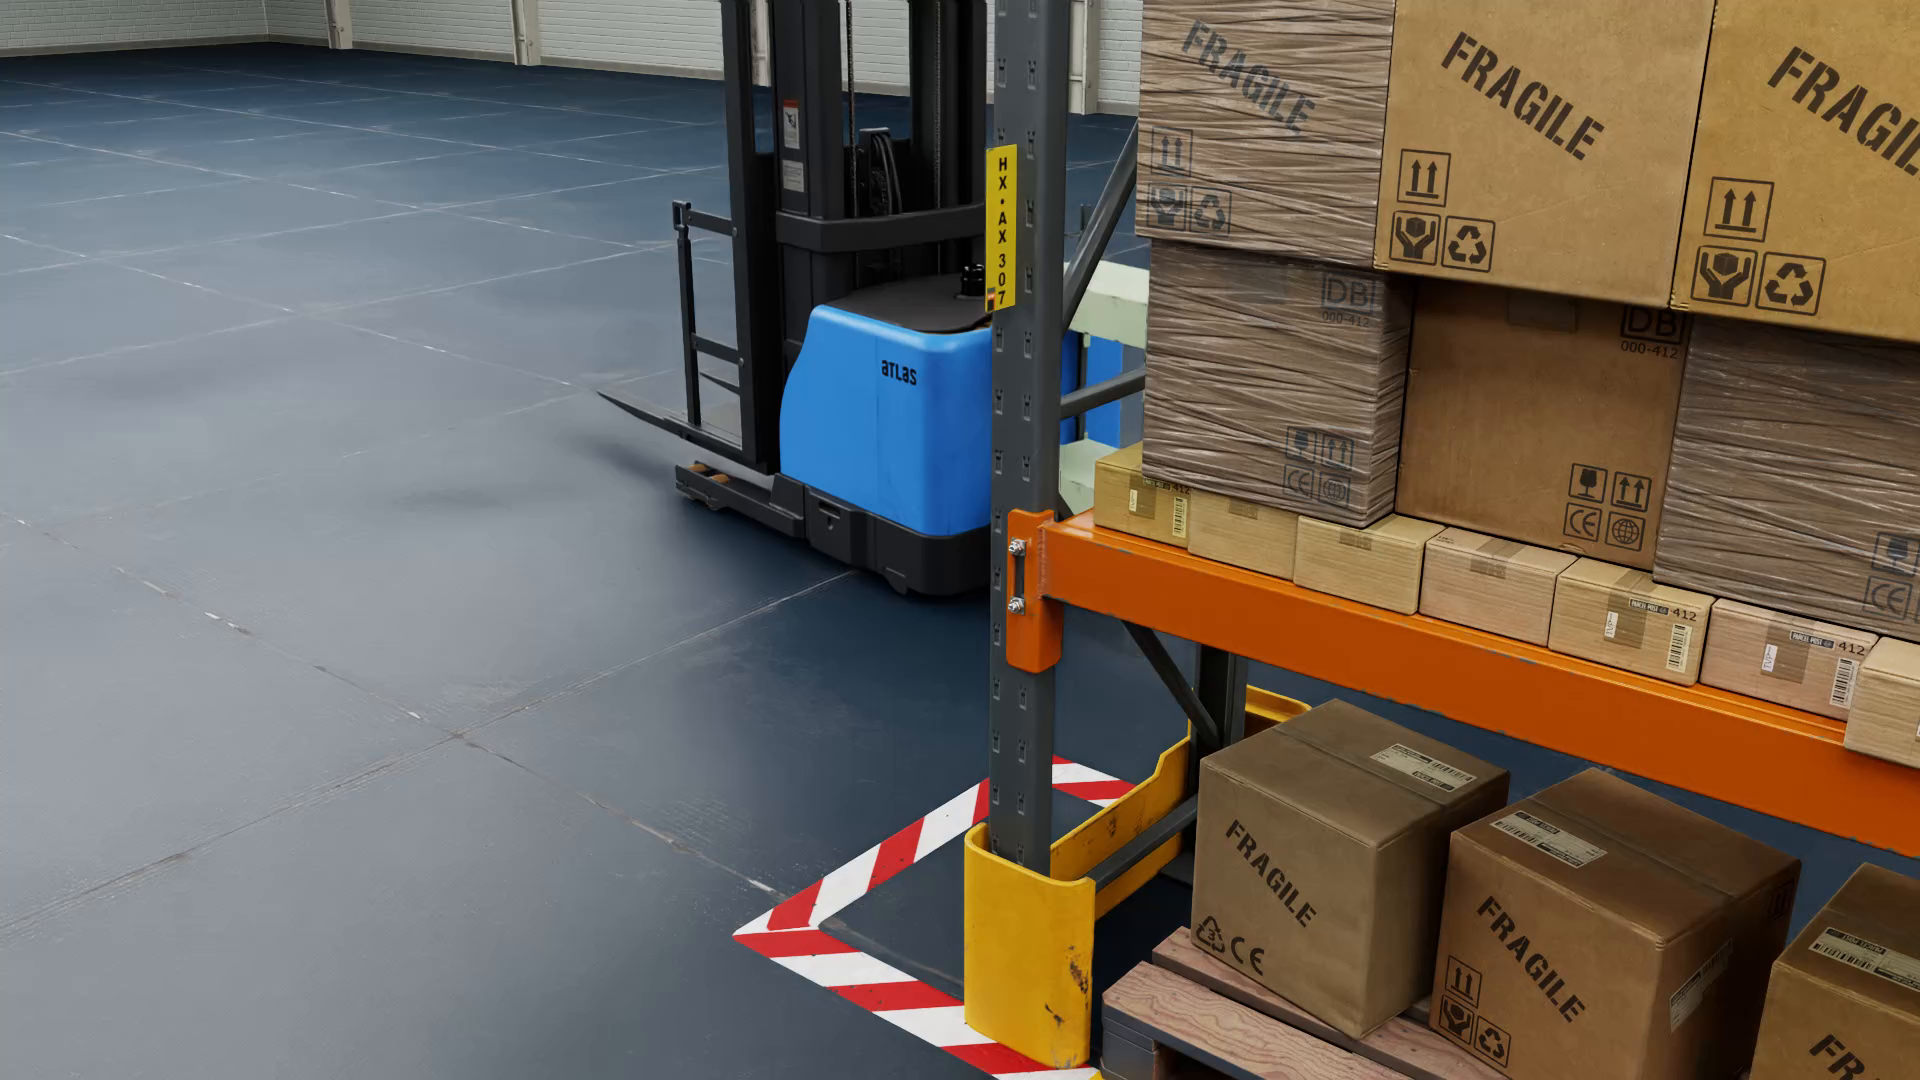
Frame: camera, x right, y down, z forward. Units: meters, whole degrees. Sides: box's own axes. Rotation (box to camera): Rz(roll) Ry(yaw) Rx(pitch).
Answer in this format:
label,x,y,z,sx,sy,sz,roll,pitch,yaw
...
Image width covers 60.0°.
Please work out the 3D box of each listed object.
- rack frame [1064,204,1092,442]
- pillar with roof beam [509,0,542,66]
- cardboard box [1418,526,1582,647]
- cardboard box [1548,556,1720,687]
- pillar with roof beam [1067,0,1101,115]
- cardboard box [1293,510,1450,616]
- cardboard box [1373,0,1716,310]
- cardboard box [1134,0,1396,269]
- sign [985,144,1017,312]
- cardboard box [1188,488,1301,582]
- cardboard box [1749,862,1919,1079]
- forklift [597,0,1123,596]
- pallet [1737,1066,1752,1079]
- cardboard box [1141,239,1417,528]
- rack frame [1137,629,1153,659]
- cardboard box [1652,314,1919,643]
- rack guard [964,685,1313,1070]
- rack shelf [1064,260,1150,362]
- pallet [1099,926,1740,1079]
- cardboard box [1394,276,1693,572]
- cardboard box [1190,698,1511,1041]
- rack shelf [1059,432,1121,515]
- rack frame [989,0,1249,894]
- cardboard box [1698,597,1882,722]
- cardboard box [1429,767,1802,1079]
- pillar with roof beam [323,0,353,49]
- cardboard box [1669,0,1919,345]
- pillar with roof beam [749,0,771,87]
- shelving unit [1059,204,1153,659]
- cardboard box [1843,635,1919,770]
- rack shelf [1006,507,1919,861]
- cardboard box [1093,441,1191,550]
label,x,y,z,sx,sy,sz,roll,pitch,yaw
rack frame,0.336,-0.518,6.415,0.400,1.500,0.023,-16,26,-37
pillar with roof beam,-10.402,-11.498,24.906,0.400,9.000,9.100,16,26,36
cardboard box,1.071,0.046,3.150,0.250,0.149,0.380,16,26,36
cardboard box,1.260,0.104,2.997,0.250,0.149,0.380,16,26,36
pillar with roof beam,-1.106,-8.821,17.806,0.400,9.000,9.100,16,26,36
cardboard box,0.864,-0.004,3.283,0.250,0.149,0.380,16,26,36
cardboard box,1.065,-0.714,2.831,0.500,0.500,0.500,16,26,36
cardboard box,0.682,-0.828,3.131,0.500,0.500,0.500,16,26,36
sign,0.085,-0.628,3.355,0.005,0.325,0.100,16,26,36
cardboard box,0.680,-0.064,3.442,0.250,0.149,0.380,16,26,36
cardboard box,1.859,1.015,3.173,0.500,0.500,0.500,19,28,41
forklift,-0.654,-1.602,7.262,1.130,2.935,3.031,-16,26,-37
pallet,2.035,1.414,3.120,1.213,0.211,1.003,16,26,36
cardboard box,0.837,-0.427,3.486,0.500,0.500,0.875,16,26,36
rack frame,0.803,-0.319,5.888,0.400,1.500,0.023,-16,26,-37
cardboard box,1.660,-0.225,2.950,0.500,0.500,0.875,16,26,36
rack guard,0.487,0.816,4.297,0.348,0.500,1.175,16,26,36
rack shelf,0.569,-0.783,6.014,0.431,0.370,0.720,-16,26,-37
pallet,1.094,1.142,3.842,1.213,0.211,1.003,16,26,36
cardboard box,1.300,-0.348,3.277,0.500,0.500,0.875,16,26,36
cardboard box,0.901,0.746,3.886,0.500,0.500,0.500,-17,26,-37
rack shelf,0.569,-0.113,6.267,0.431,0.370,0.720,-16,26,-37
rack frame,0.428,-0.371,3.901,0.127,3.000,1.000,16,26,36
cardboard box,1.471,0.152,2.869,0.250,0.149,0.380,16,26,36
cardboard box,1.386,0.870,3.558,0.500,0.500,0.500,-14,25,-33
pillar with roof beam,-15.051,-12.837,28.455,0.400,9.000,9.100,16,26,36
cardboard box,1.453,-0.603,2.536,0.500,0.500,0.500,16,26,36
pillar with roof beam,-5.754,-10.160,21.356,0.400,9.000,9.100,16,26,36
shelving unit,0.569,-0.418,6.152,0.431,1.500,0.755,-16,26,-37
cardboard box,1.599,0.236,2.646,0.250,0.149,0.380,16,26,36
rack shelf,1.977,0.412,2.845,4.000,0.370,1.077,16,26,36
cardboard box,0.498,-0.125,3.604,0.250,0.149,0.380,16,26,36
